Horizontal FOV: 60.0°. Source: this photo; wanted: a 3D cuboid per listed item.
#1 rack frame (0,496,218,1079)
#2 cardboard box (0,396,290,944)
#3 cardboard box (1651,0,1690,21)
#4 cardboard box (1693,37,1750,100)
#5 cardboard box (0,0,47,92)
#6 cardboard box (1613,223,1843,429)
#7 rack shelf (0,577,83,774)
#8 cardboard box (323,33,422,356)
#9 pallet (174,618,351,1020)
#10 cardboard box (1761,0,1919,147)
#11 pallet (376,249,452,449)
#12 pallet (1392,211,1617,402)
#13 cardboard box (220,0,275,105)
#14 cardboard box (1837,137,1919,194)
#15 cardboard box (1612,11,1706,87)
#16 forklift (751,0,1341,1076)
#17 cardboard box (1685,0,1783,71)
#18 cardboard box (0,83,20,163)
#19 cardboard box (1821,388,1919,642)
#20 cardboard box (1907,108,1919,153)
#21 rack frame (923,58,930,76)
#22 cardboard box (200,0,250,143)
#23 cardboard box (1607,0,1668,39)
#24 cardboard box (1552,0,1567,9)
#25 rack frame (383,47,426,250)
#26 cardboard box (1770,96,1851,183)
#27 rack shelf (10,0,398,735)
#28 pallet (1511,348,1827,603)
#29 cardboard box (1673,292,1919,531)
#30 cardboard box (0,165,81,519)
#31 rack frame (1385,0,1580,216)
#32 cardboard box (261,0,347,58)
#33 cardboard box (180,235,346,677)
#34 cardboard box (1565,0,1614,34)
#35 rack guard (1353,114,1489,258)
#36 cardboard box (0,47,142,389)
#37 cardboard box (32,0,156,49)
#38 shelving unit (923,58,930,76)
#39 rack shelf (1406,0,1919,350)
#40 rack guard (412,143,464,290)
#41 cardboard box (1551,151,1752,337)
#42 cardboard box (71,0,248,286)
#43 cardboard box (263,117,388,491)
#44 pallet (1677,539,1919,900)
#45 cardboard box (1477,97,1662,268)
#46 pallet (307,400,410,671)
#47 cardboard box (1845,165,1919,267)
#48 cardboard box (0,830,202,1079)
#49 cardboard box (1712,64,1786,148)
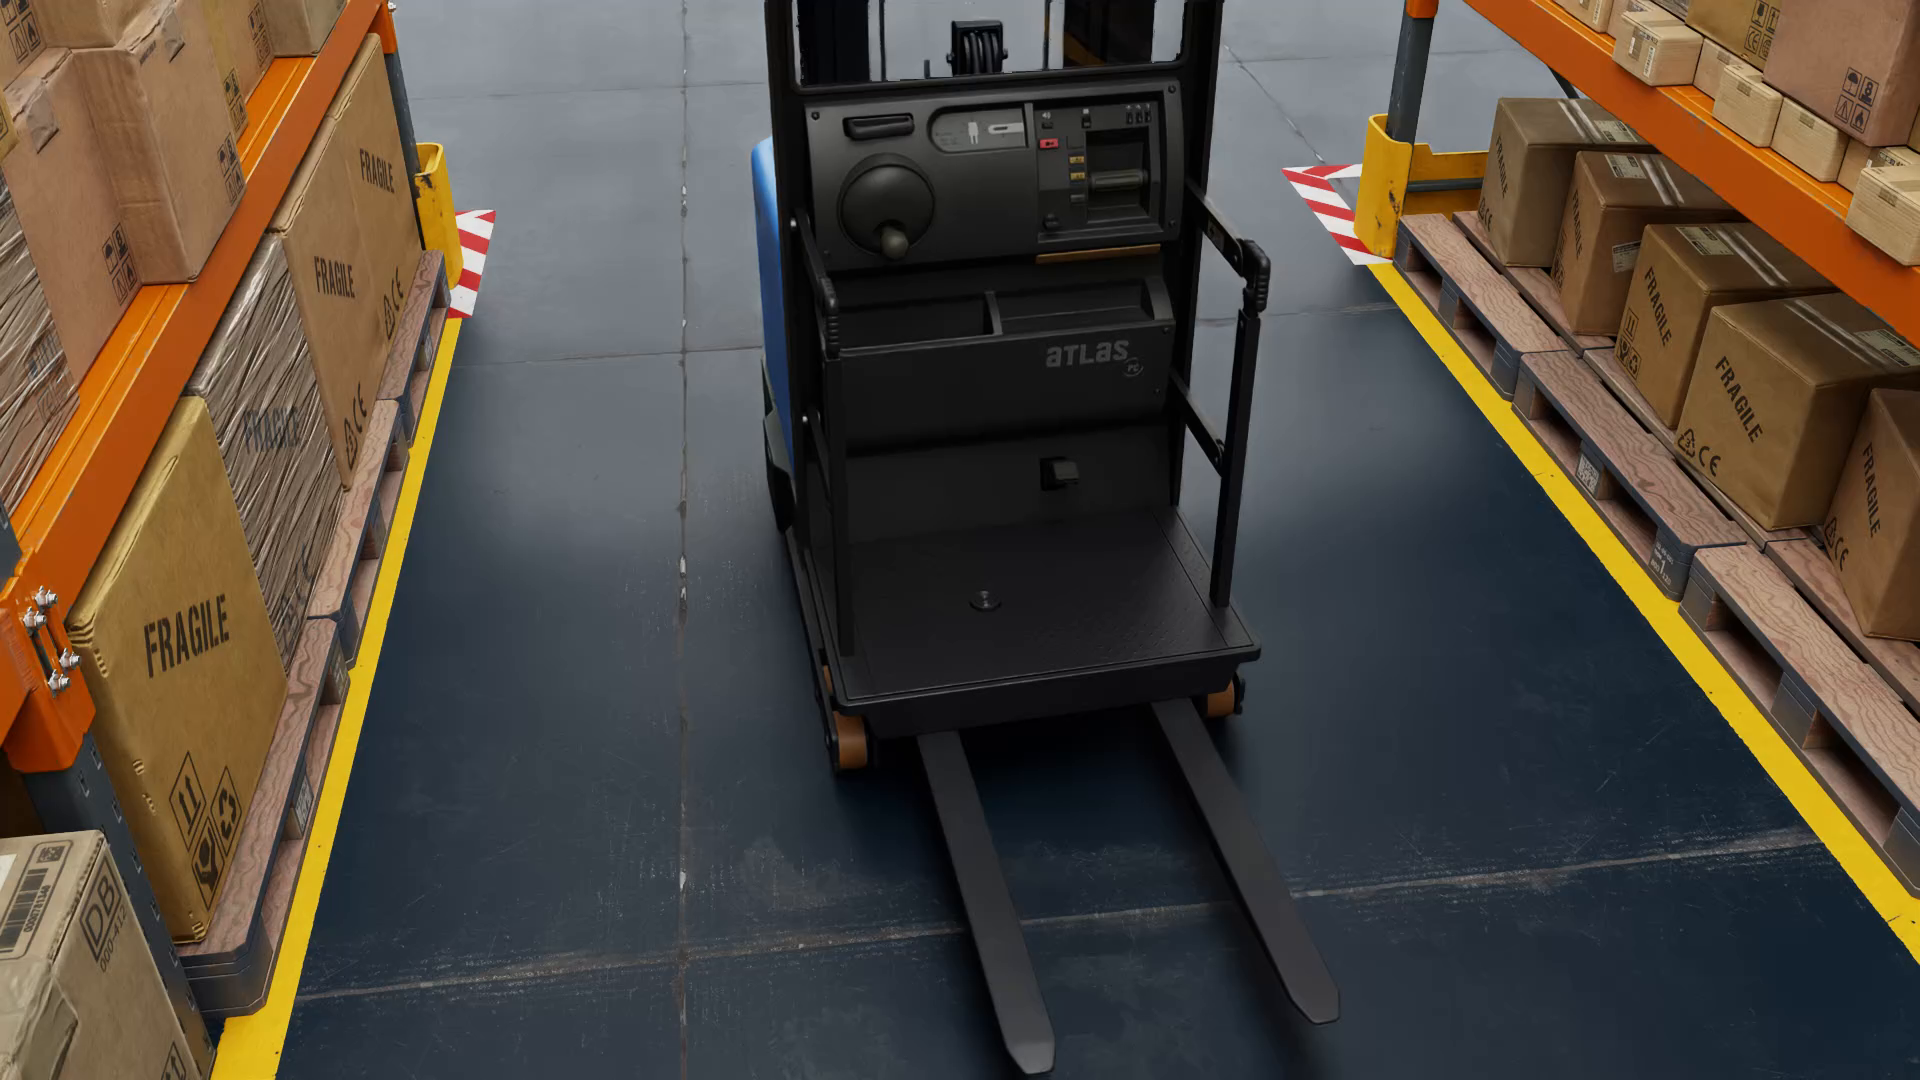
[{"bbox_3d":[-2.100,-0.050,2.660,1.000,3.000,0.127,-4,35,-6],"label":"rack frame"},{"bbox_3d":[-2.115,0.298,3.663,0.875,0.875,0.875,-4,34,-6],"label":"cardboard box"},{"bbox_3d":[2.548,-1.904,5.028,0.875,0.500,0.500,-4,35,-6],"label":"cardboard box"},{"bbox_3d":[2.364,-1.347,4.786,0.380,0.149,0.250,-4,35,-6],"label":"cardboard box"},{"bbox_3d":[-2.304,-1.065,3.057,0.875,0.550,0.550,-4,35,-6],"label":"cardboard box"},{"bbox_3d":[2.538,-0.711,5.476,0.500,0.500,0.500,-1,34,-2],"label":"cardboard box"},{"bbox_3d":[-1.831,1.363,1.225,1.077,0.370,4.000,-4,35,-6],"label":"rack shelf"},{"bbox_3d":[-2.481,-1.204,5.867,0.875,0.875,0.875,-4,34,-6],"label":"cardboard box"},{"bbox_3d":[-2.124,0.672,4.077,1.003,0.211,1.213,-4,35,-6],"label":"pallet"},{"bbox_3d":[2.630,-1.342,4.203,0.875,0.500,0.500,-4,35,-6],"label":"cardboard box"},{"bbox_3d":[-2.452,-0.690,6.075,1.003,0.211,1.213,-4,35,-6],"label":"pallet"},{"bbox_3d":[2.375,-0.951,6.458,1.003,0.211,1.213,-4,35,-6],"label":"pallet"},{"bbox_3d":[-2.496,-1.513,4.674,0.875,0.550,0.550,-4,35,-6],"label":"cardboard box"},{"bbox_3d":[2.463,-0.928,4.171,0.380,0.149,0.250,-4,35,-6],"label":"cardboard box"},{"bbox_3d":[2.199,-1.476,4.976,0.380,0.149,0.250,-4,35,-6],"label":"cardboard box"},{"bbox_3d":[0.140,-0.839,3.878,1.130,2.935,3.031,-7,35,-10],"label":"forklift"},{"bbox_3d":[2.604,-1.625,4.617,0.875,0.500,0.500,-4,35,-6],"label":"cardboard box"},{"bbox_3d":[-2.115,-0.767,2.619,0.875,0.550,0.550,-4,35,-6],"label":"cardboard box"},{"bbox_3d":[2.730,-0.055,4.514,0.500,0.500,0.500,6,35,9],"label":"cardboard box"},{"bbox_3d":[2.797,-1.071,3.805,0.875,0.500,0.500,-4,35,-6],"label":"cardboard box"},{"bbox_3d":[-0.217,-1.063,5.744,0.240,1.200,0.006,-7,35,-10],"label":"rack frame"},{"bbox_3d":[-2.384,-1.221,4.244,0.875,0.550,0.500,-4,35,-6],"label":"cardboard box"},{"bbox_3d":[2.268,-1.624,5.192,0.380,0.149,0.250,-4,35,-6],"label":"cardboard box"},{"bbox_3d":[2.181,-1.901,5.599,0.380,0.149,0.250,-4,35,-6],"label":"cardboard box"},{"bbox_3d":[-2.638,-2.282,5.935,1.000,3.000,0.127,-4,35,-6],"label":"rack frame"},{"bbox_3d":[2.390,-1.065,4.372,0.380,0.149,0.250,-4,35,-6],"label":"cardboard box"},{"bbox_3d":[-2.369,-0.869,4.500,1.077,0.370,4.000,-4,35,-6],"label":"rack shelf"},{"bbox_3d":[2.536,-0.271,5.461,1.003,0.211,1.213,-4,35,-6],"label":"pallet"},{"bbox_3d":[2.569,-0.396,5.014,0.500,0.500,0.500,-7,35,-11],"label":"cardboard box"},{"bbox_3d":[-2.161,-0.317,2.918,0.875,0.550,0.550,-4,35,-6],"label":"cardboard box"},{"bbox_3d":[2.291,-2.601,6.404,1.000,3.000,0.127,-4,35,-6],"label":"rack frame"},{"bbox_3d":[-2.447,-1.835,5.146,0.875,0.550,0.550,-4,35,-6],"label":"cardboard box"},{"bbox_3d":[-2.240,-0.205,4.400,0.875,0.875,0.875,-4,34,-6],"label":"cardboard box"},{"bbox_3d":[2.207,-1.761,5.393,0.380,0.149,0.250,-4,35,-6],"label":"cardboard box"},{"bbox_3d":[2.301,-1.526,7.045,1.175,0.500,0.348,-4,35,-6],"label":"rack guard"},{"bbox_3d":[-2.257,-0.622,3.366,0.875,0.550,0.550,-4,35,-6],"label":"cardboard box"},{"bbox_3d":[-2.241,-1.377,3.514,0.875,0.550,0.550,-4,35,-6],"label":"cardboard box"},{"bbox_3d":[-0.198,-1.012,5.670,0.258,1.200,0.189,-7,35,-10],"label":"shelving unit"},{"bbox_3d":[2.560,-1.188,4.969,1.077,0.370,4.000,-4,35,-6],"label":"rack shelf"},{"bbox_3d":[-2.641,-1.263,6.659,1.175,0.500,0.348,-4,35,-6],"label":"rack guard"},{"bbox_3d":[2.473,-1.061,5.991,0.500,0.500,0.500,4,35,6],"label":"cardboard box"},{"bbox_3d":[-2.213,-0.932,3.822,0.875,0.550,0.550,-4,35,-6],"label":"cardboard box"},{"bbox_3d":[-2.360,-0.713,5.147,0.875,0.875,0.875,-5,35,-7],"label":"cardboard box"},{"bbox_3d":[2.704,0.411,4.460,1.003,0.211,1.213,-4,35,-6],"label":"pallet"},{"bbox_3d":[2.358,-1.392,6.476,0.500,0.500,0.500,2,34,2],"label":"cardboard box"},{"bbox_3d":[-2.292,-0.010,5.078,1.003,0.211,1.213,-4,35,-6],"label":"pallet"},{"bbox_3d":[2.366,-0.779,3.952,0.380,0.149,0.250,-4,35,-6],"label":"cardboard box"},{"bbox_3d":[-1.927,1.046,2.677,1.050,0.750,0.750,-5,35,-7],"label":"cardboard box"},{"bbox_3d":[2.322,-1.201,4.572,0.380,0.149,0.250,-4,35,-6],"label":"cardboard box"}]
